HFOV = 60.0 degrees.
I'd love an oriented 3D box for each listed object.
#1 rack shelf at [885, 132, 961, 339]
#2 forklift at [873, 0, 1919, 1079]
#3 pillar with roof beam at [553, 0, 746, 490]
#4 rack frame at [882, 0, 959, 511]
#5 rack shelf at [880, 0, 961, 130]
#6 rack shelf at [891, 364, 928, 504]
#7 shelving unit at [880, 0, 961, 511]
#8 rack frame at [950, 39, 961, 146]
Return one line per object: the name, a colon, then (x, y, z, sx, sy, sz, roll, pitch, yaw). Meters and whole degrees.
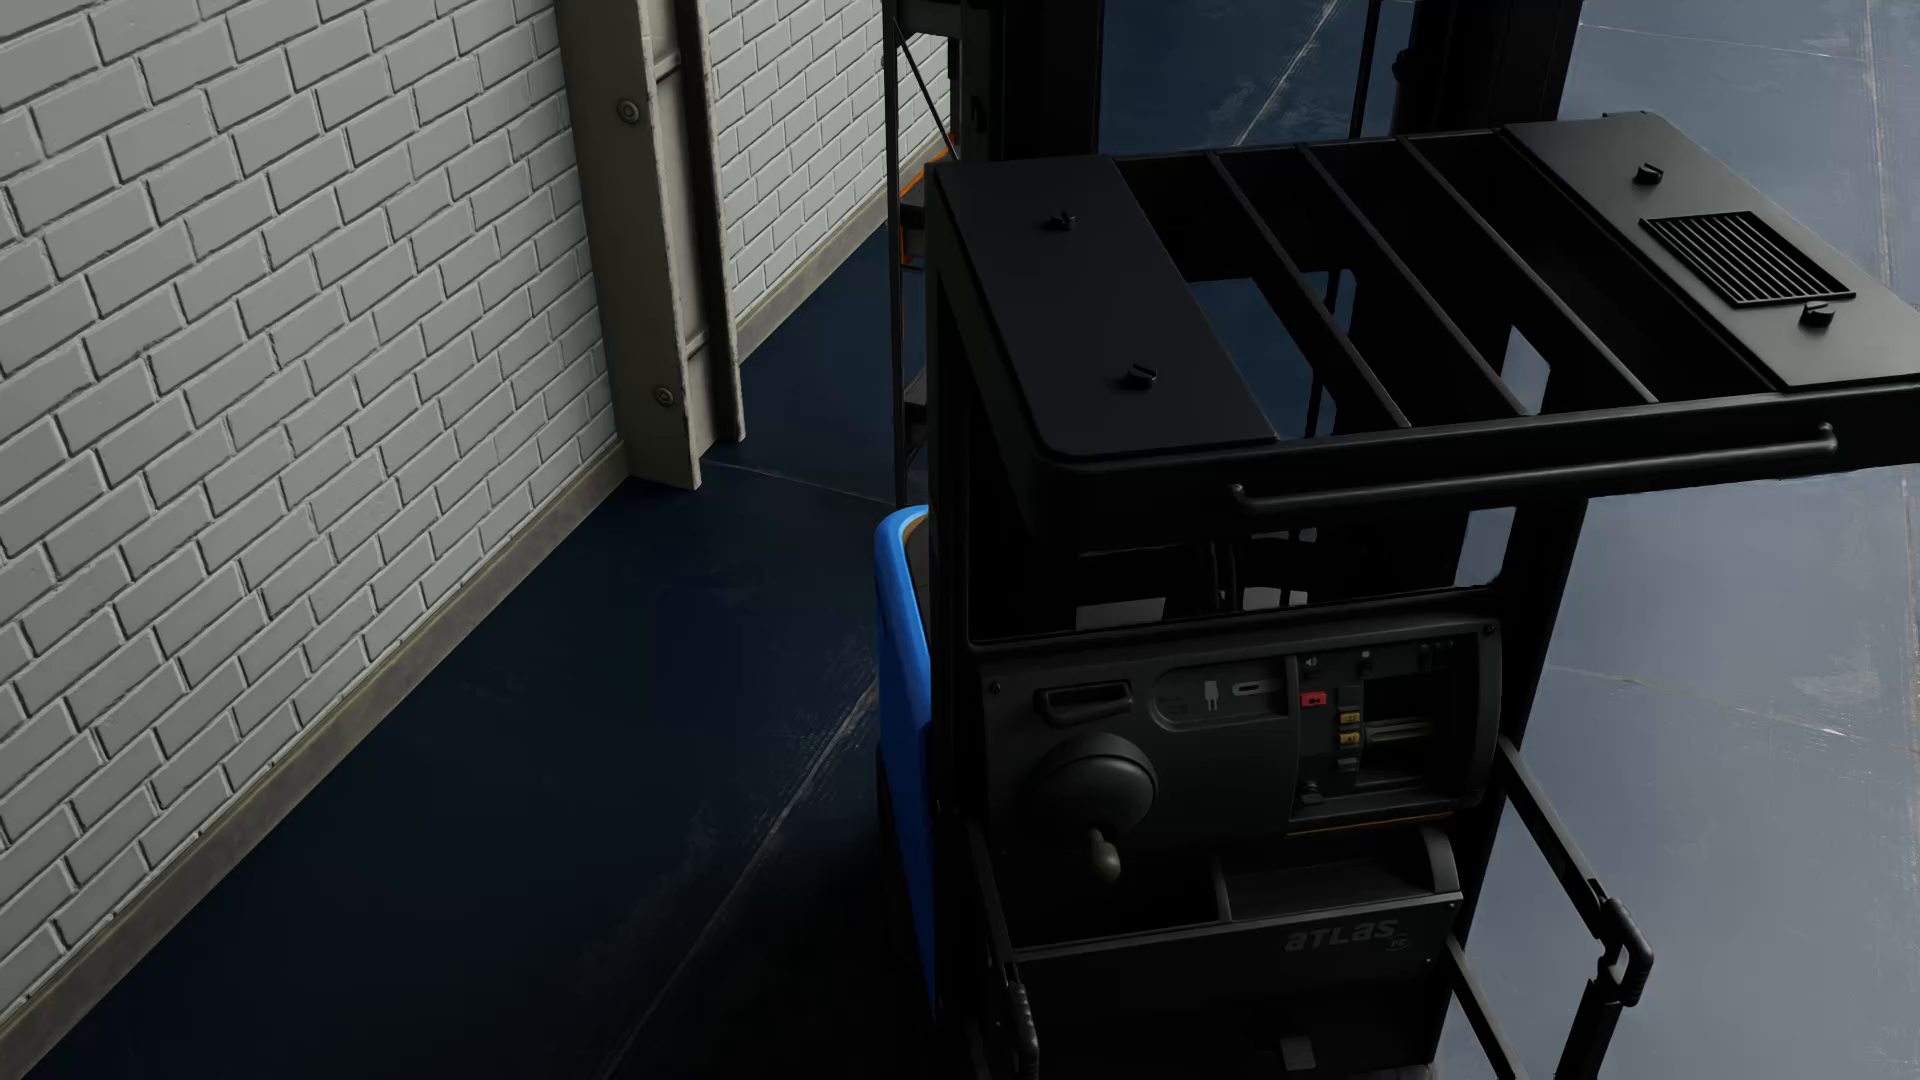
rack shelf: (0.063, -0.922, 5.252, 0.431, 0.518, 0.480, 14, 39, 18)
forklift: (0.536, 0.427, 2.731, 1.130, 2.935, 3.031, -6, 37, -8)
pillar with roof beam: (2.958, -2.946, 2.175, 9.100, 9.000, 0.400, 14, 39, 18)
rack frame: (-0.030, -0.798, 5.063, 0.400, 2.100, 0.015, 14, 39, 18)
rack shelf: (0.063, -1.482, 4.833, 0.431, 0.518, 0.480, 14, 39, 18)
rack shelf: (0.063, -0.361, 5.671, 0.431, 0.518, 0.480, 14, 39, 18)
shelving unit: (0.063, -0.933, 5.244, 0.431, 2.100, 0.503, 14, 39, 18)
rack frame: (0.156, -1.068, 5.425, 0.400, 2.100, 0.015, 14, 39, 18)
